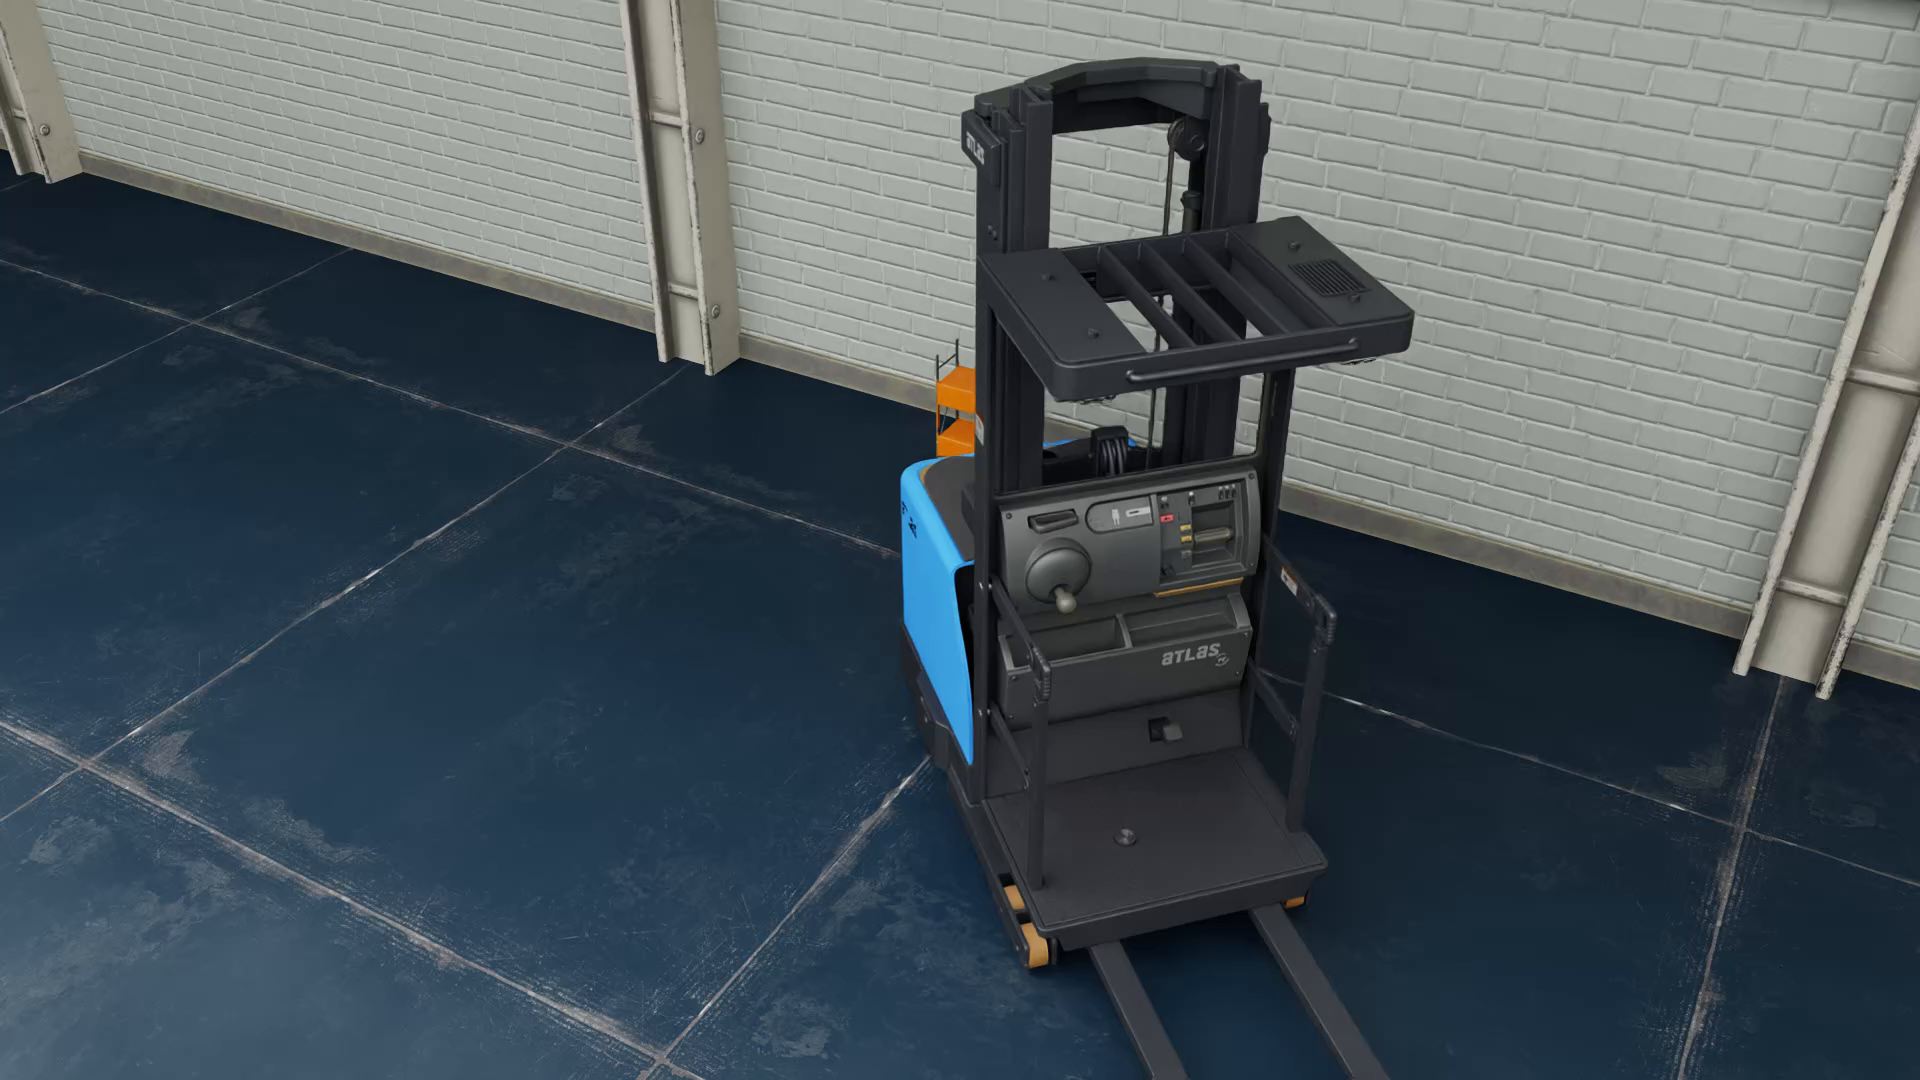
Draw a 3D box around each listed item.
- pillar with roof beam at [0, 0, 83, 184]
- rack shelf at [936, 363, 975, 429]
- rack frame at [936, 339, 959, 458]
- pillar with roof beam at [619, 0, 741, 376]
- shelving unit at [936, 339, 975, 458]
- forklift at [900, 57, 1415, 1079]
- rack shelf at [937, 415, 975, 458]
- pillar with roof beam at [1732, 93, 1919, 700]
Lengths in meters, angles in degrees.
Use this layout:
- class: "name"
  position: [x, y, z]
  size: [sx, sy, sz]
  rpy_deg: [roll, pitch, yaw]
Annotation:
- class: "pillar with roof beam"
  position: [-8.884, -4.408, 6.750]
  size: [0.400, 9.000, 9.100]
  rpy_deg: [18, 37, 24]
- class: "rack shelf"
  position: [0.046, -0.650, 7.785]
  size: [0.240, 0.259, 0.215]
  rpy_deg: [18, 37, 24]
- class: "rack frame"
  position: [-0.059, -0.456, 7.987]
  size: [0.008, 1.050, 0.200]
  rpy_deg: [18, 37, 24]
- class: "pillar with roof beam"
  position: [-3.675, -2.758, 4.272]
  size: [0.400, 9.000, 9.100]
  rpy_deg: [18, 37, 24]
- class: "shelving unit"
  position: [0.046, -0.422, 7.937]
  size: [0.252, 1.050, 0.215]
  rpy_deg: [18, 37, 24]
- class: "forklift"
  position: [0.655, 0.063, 5.511]
  size: [1.130, 2.935, 3.031]
  rpy_deg: [-9, 35, -14]
- class: "rack shelf"
  position: [0.046, -0.413, 7.943]
  size: [0.240, 0.259, 0.215]
  rpy_deg: [18, 37, 24]
- class: "pillar with roof beam"
  position: [1.535, -1.108, 1.794]
  size: [0.400, 9.000, 9.100]
  rpy_deg: [18, 37, 24]
